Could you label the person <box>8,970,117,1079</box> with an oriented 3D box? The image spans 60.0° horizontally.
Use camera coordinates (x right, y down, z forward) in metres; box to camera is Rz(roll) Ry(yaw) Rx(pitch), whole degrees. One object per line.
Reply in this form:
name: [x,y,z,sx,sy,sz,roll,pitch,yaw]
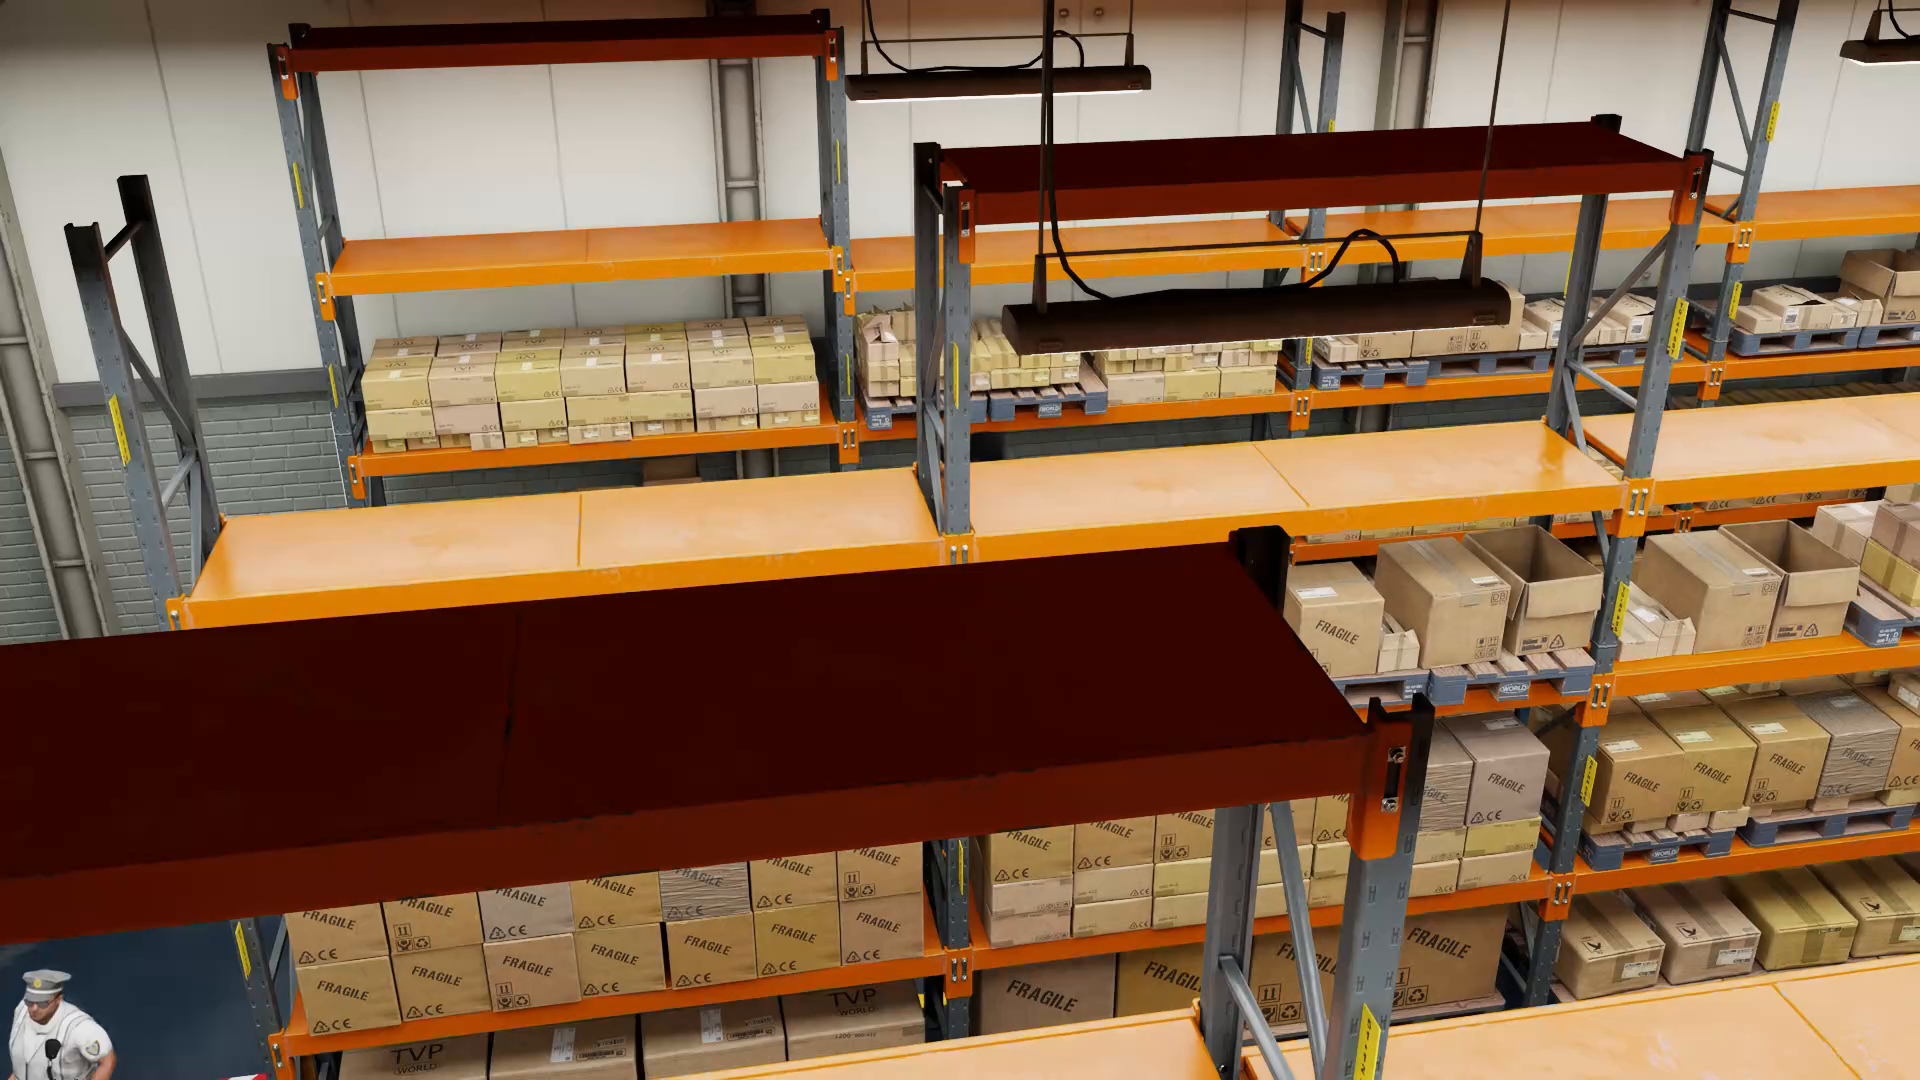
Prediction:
person: [-5.224,3.186,9.746,0.716,1.719,0.621,8,27,16]
